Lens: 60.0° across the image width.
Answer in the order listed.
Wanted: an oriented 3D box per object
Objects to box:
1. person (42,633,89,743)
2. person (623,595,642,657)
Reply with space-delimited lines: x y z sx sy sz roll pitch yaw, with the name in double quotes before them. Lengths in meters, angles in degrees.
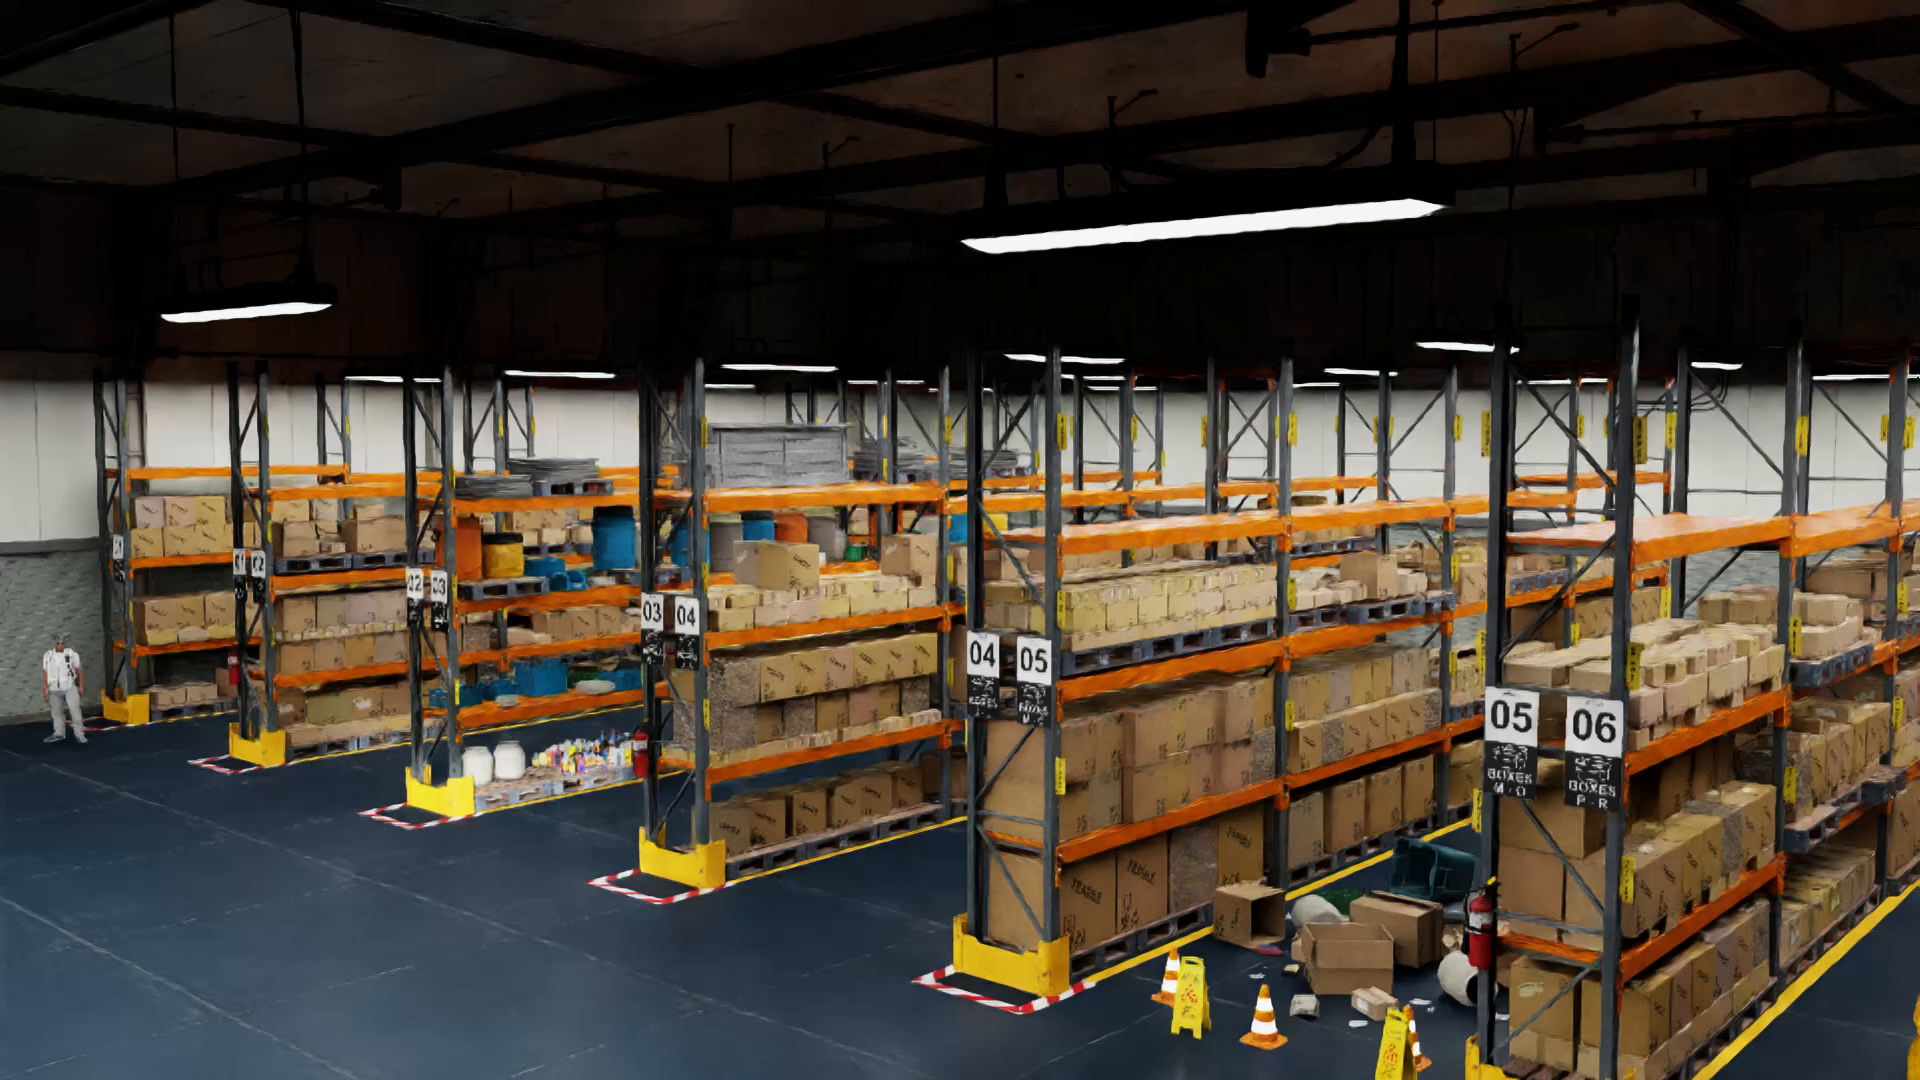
"person" -14.193 2.339 26.360 0.761 1.755 0.584 -1 4 -11
"person" -6.424 1.908 32.802 0.587 1.661 0.562 -2 5 -24
